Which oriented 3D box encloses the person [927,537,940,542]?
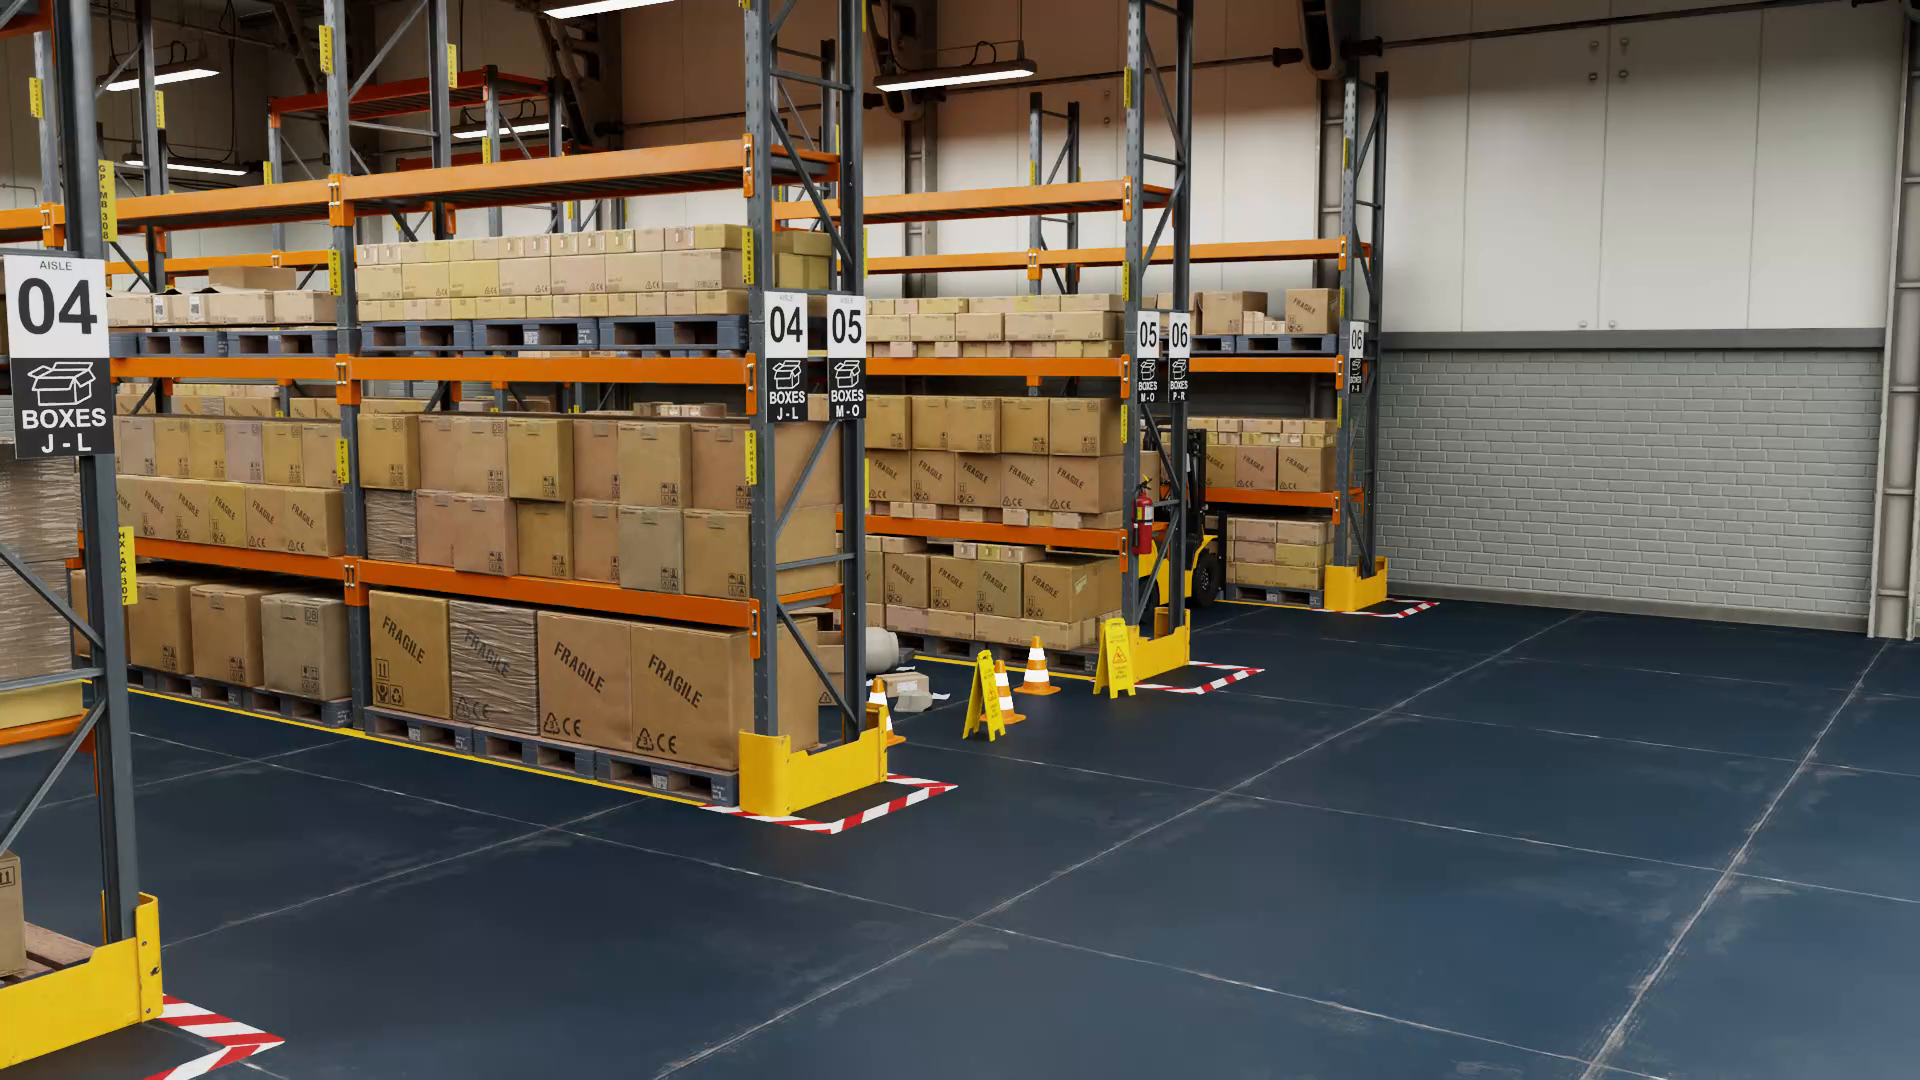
[{"bbox_3d":[-0.427,-0.041,18.043,0.378,1.759,0.538,4,7,31],"label":"person"}]
